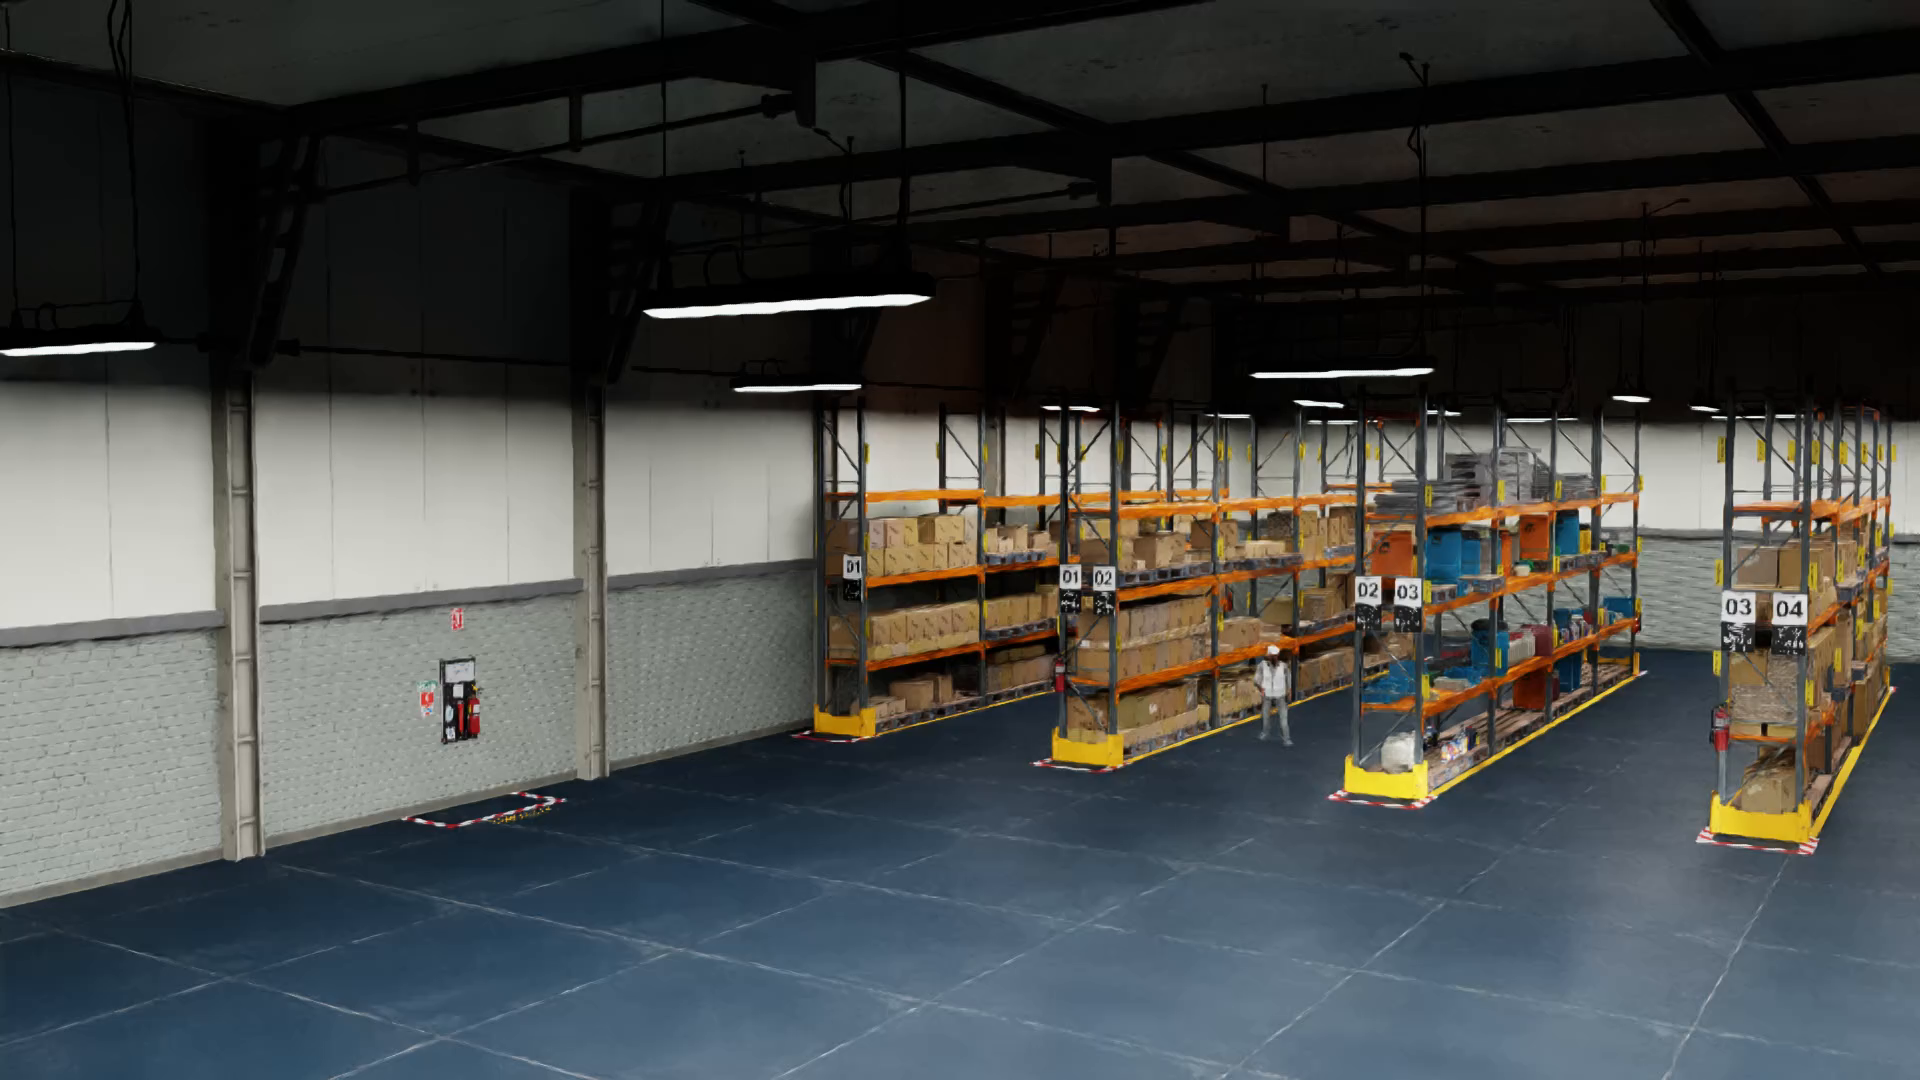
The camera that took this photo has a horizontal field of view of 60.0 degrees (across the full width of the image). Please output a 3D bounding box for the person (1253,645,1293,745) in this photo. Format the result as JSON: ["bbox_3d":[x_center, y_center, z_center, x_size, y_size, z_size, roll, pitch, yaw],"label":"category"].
[{"bbox_3d":[5.404,2.636,28.607,0.688,1.710,0.825,1,3,15],"label":"person"}]
